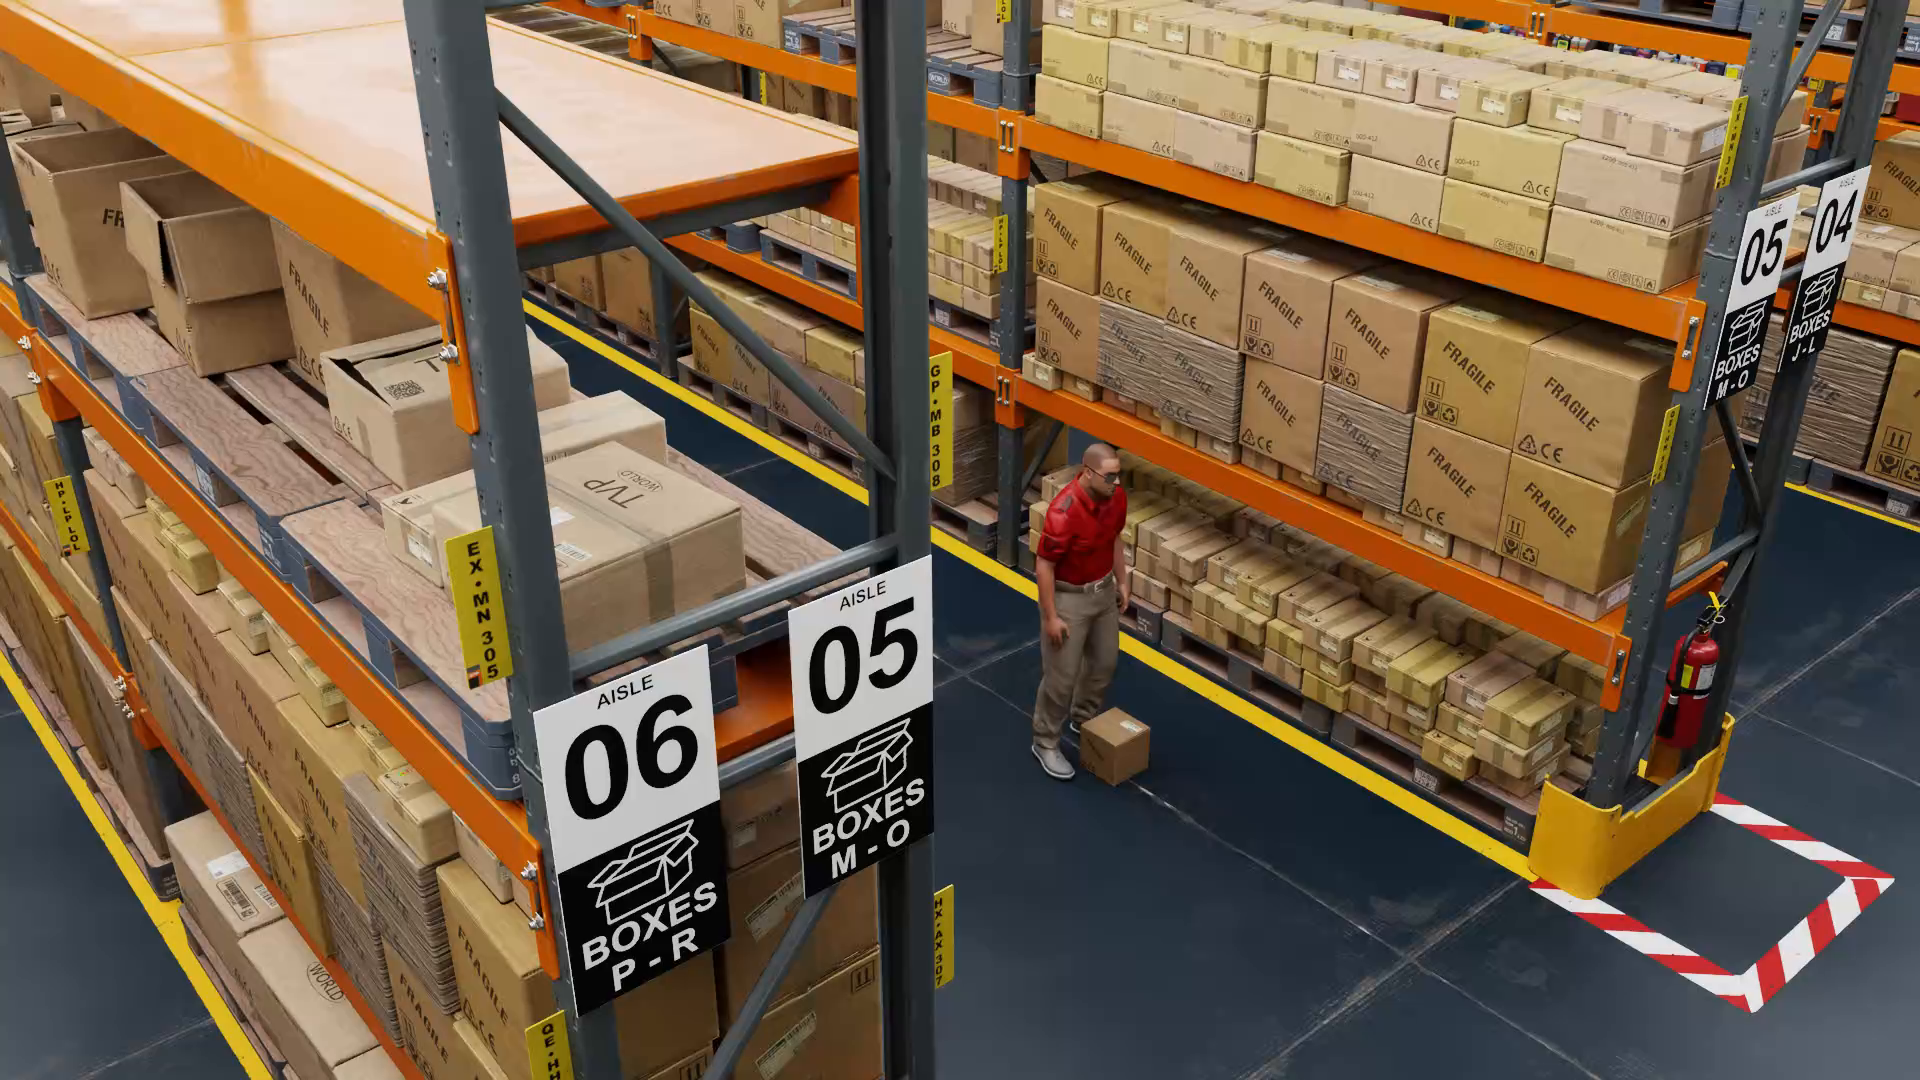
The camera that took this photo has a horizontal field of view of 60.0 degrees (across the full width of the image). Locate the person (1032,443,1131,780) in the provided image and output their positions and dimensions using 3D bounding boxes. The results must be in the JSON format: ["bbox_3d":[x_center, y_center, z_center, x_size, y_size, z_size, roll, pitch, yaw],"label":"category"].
[{"bbox_3d":[0.609,0.305,8.235,0.606,1.728,0.387,-24,36,-38],"label":"person"}]
